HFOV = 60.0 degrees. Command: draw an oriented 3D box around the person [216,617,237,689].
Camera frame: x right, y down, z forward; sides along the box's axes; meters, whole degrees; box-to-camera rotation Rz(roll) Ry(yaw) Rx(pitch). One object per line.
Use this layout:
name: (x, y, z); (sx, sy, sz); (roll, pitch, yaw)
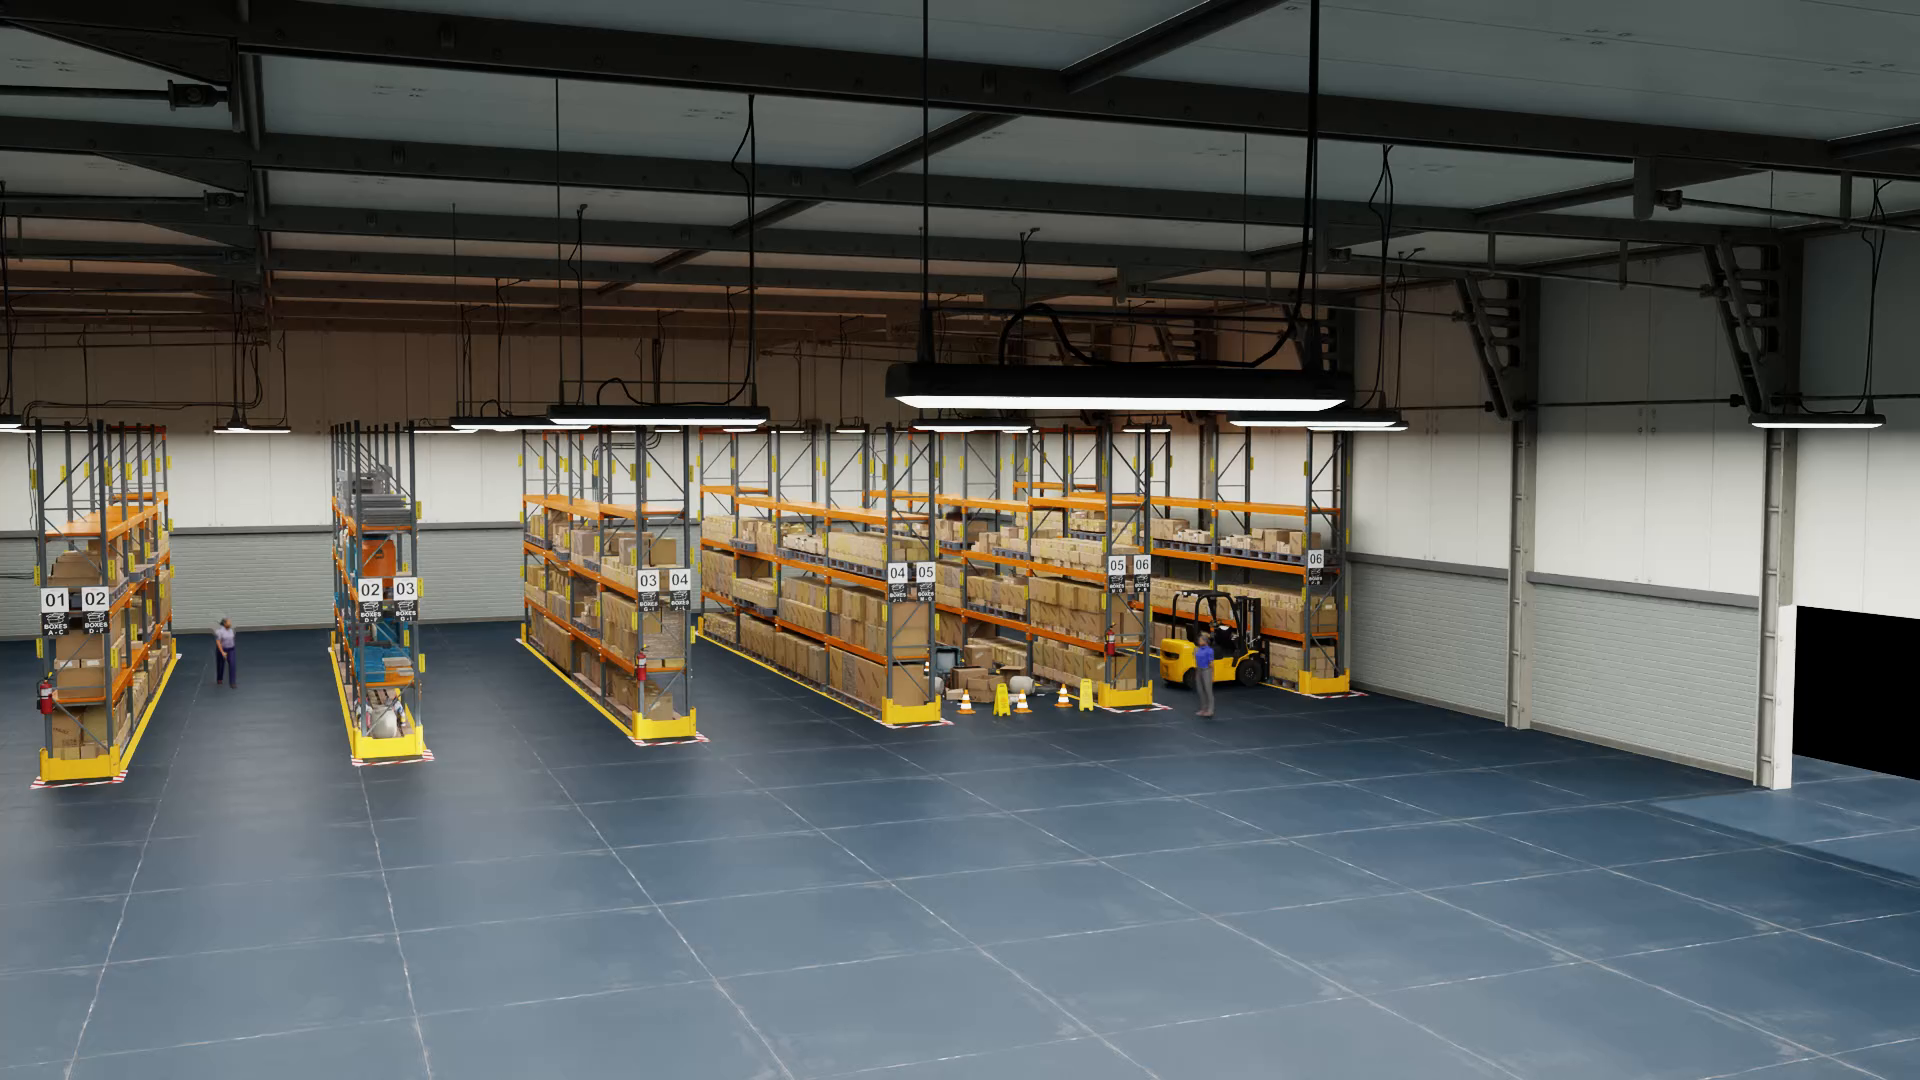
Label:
person: (-16.693, 2.557, 37.806); (0.439, 1.602, 0.940); (-2, 4, -32)

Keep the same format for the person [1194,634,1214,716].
person: (5.021, 2.782, 34.023); (0.348, 1.689, 0.558); (-2, 4, -35)
